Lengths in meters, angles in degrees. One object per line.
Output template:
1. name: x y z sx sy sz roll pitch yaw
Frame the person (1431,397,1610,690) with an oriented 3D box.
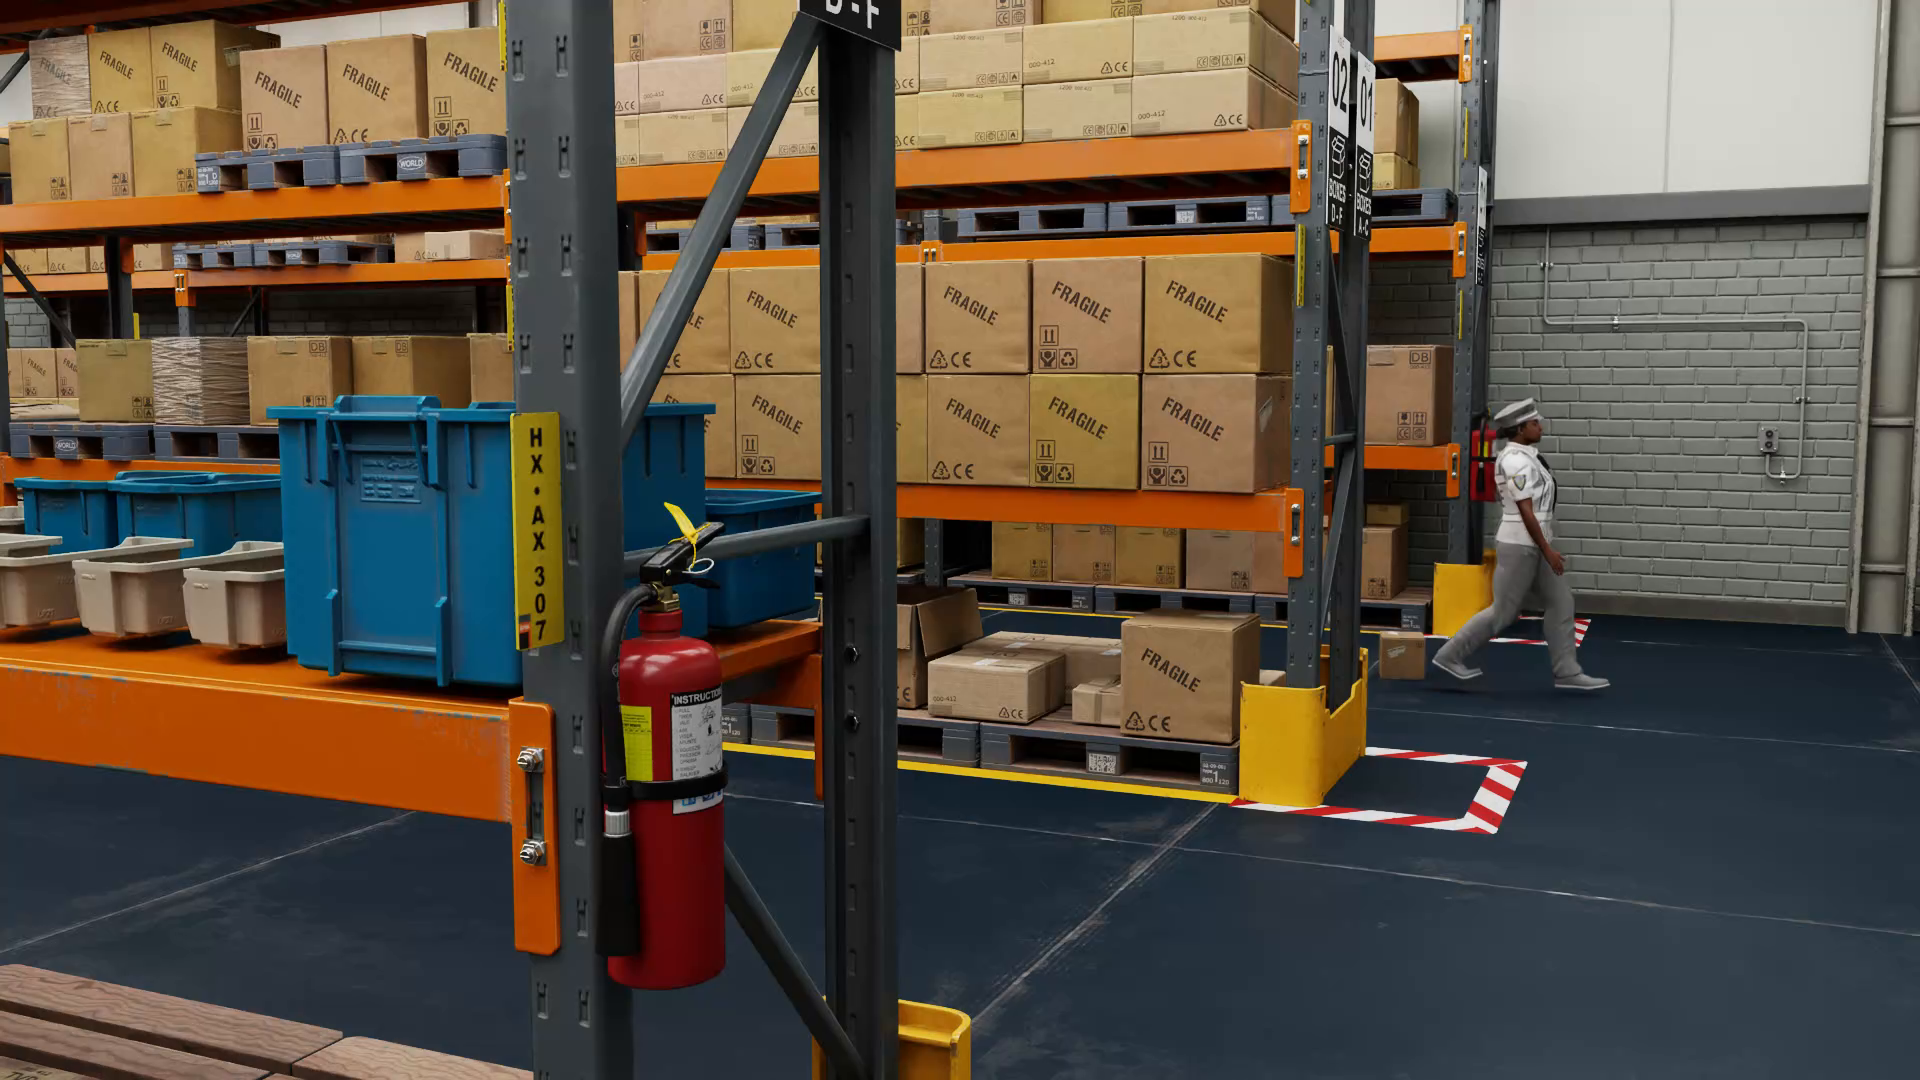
1. person: 3.167 0.022 9.333 0.951 1.647 0.444 3 6 24
